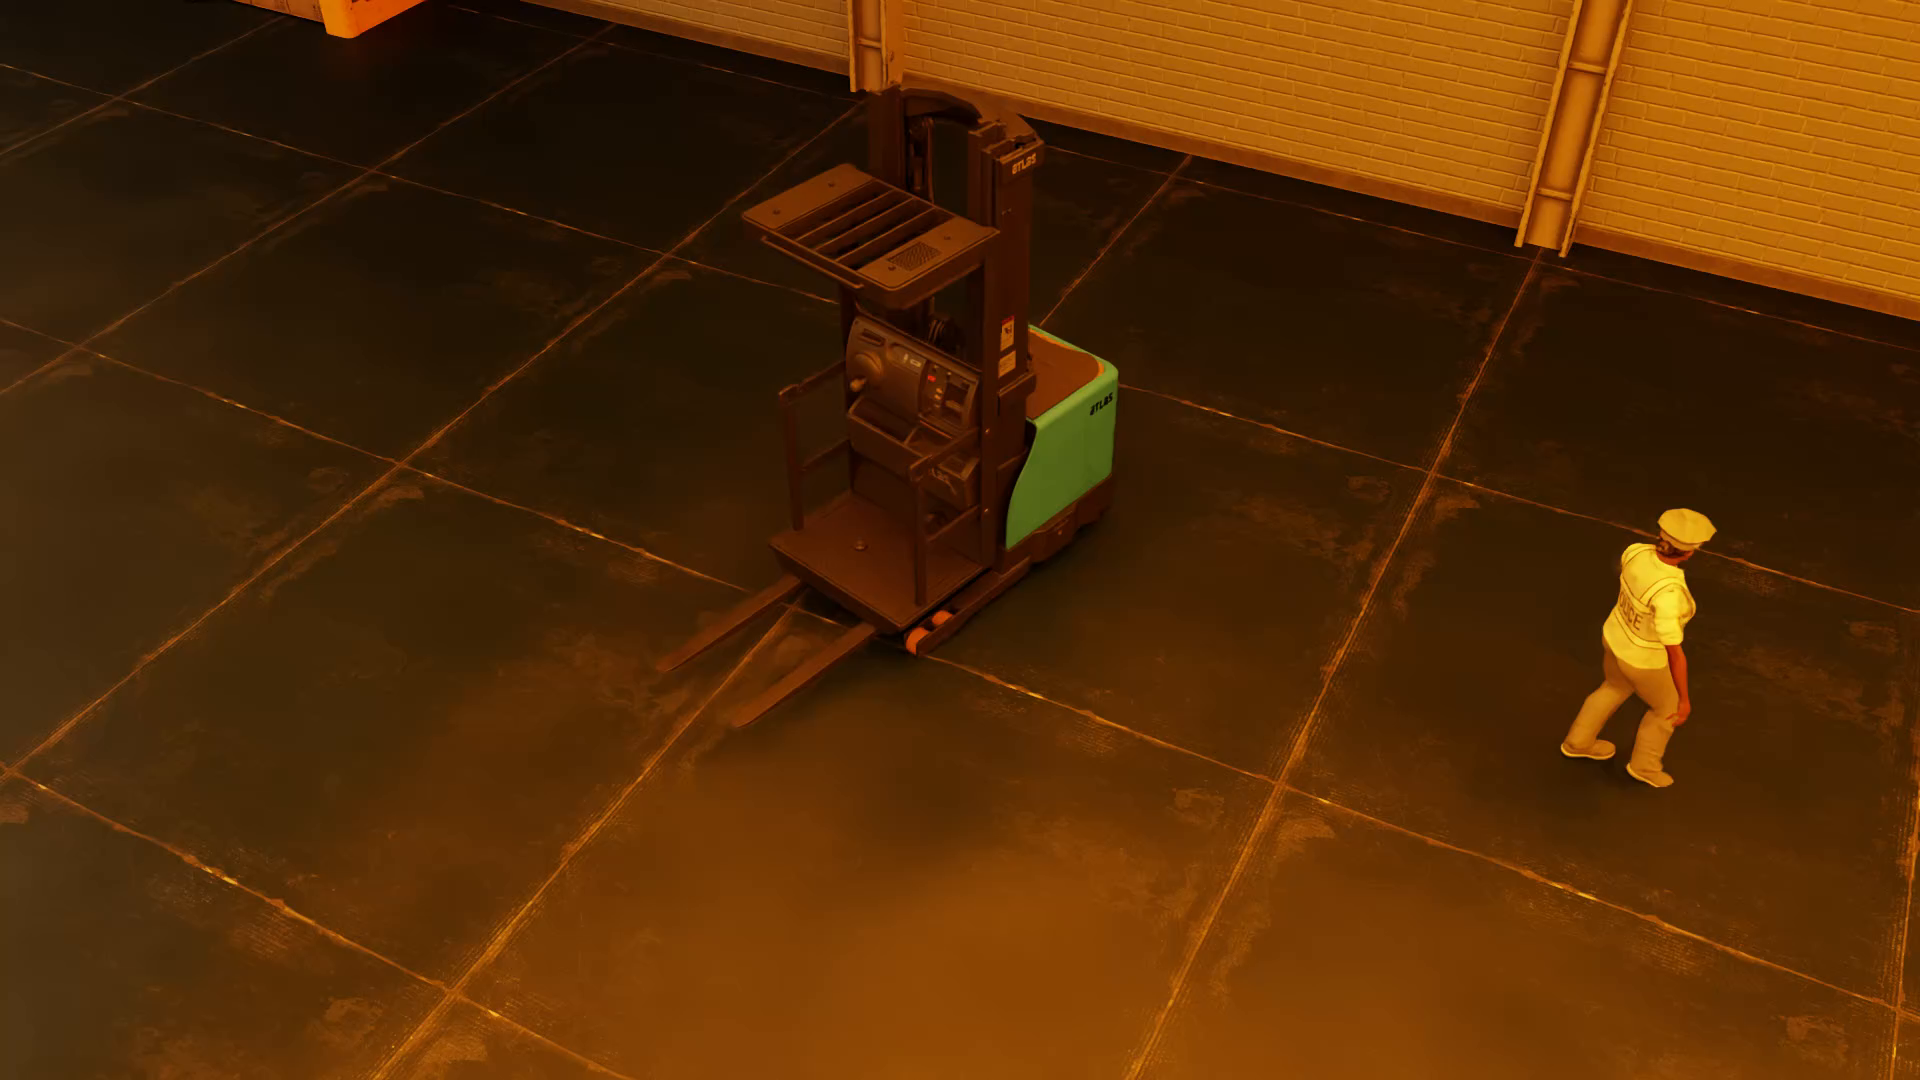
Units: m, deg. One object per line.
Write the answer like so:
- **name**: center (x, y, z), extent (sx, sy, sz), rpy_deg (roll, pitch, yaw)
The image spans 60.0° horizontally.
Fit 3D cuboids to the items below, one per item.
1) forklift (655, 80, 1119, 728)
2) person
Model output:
- **forklift**: center (-0.408, -0.829, 8.970), extent (1.130, 2.935, 3.031), rpy_deg (30, 49, 31)
- **person**: center (3.494, 0.574, 8.356), extent (0.551, 1.691, 0.899), rpy_deg (-3, 40, -3)
